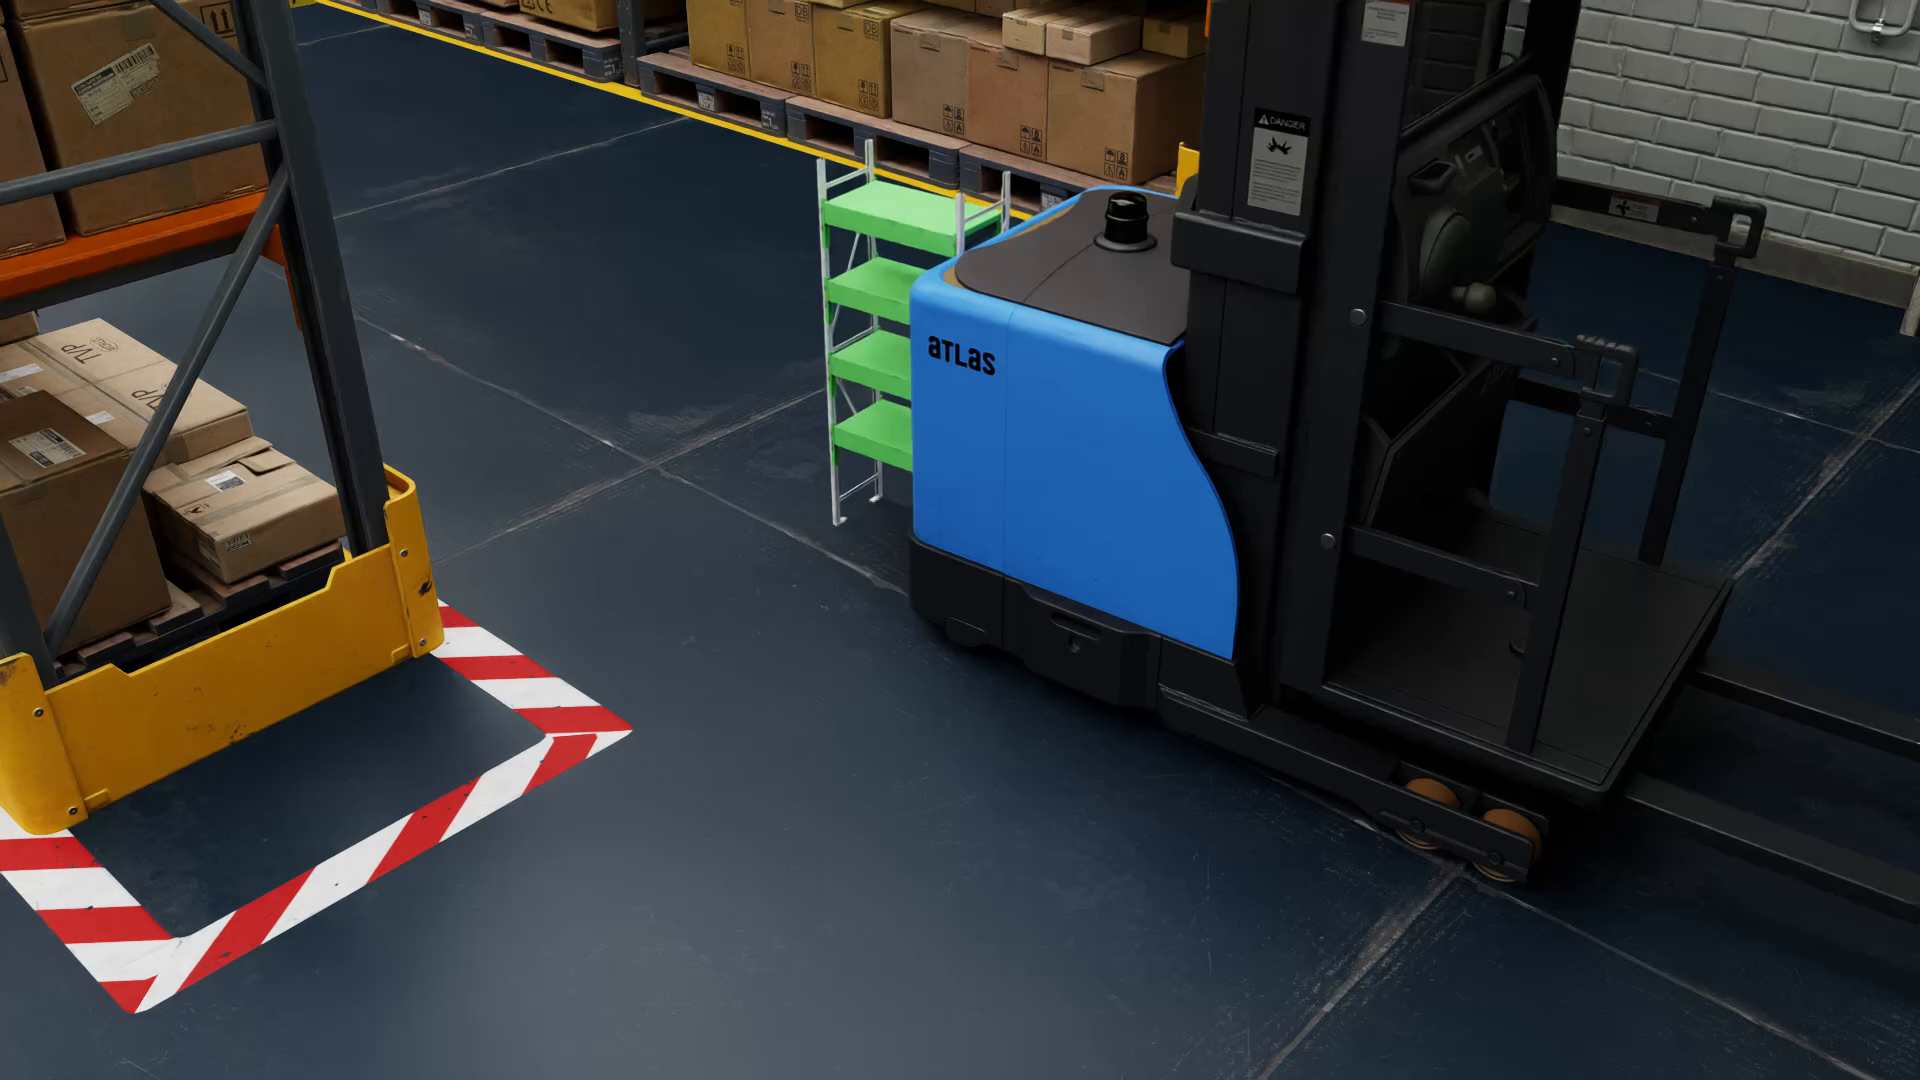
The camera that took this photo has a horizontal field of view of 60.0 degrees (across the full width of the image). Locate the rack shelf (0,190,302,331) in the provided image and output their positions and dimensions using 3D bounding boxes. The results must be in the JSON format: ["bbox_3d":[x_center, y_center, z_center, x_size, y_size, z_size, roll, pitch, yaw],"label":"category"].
[{"bbox_3d":[-3.399,-1.191,5.018,4.000,0.370,1.077,25,39,35],"label":"rack shelf"}]

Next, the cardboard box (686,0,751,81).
[{"bbox_3d":[-1.075,-2.898,9.173,0.500,0.500,0.700,26,39,36],"label":"cardboard box"}]

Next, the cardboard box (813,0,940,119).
[{"bbox_3d":[-0.326,-2.545,8.585,0.500,0.500,0.700,26,40,36],"label":"cardboard box"}]

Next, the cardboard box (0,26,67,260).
[{"bbox_3d":[-2.431,-0.901,3.742,0.500,0.500,0.500,26,40,36],"label":"cardboard box"}]

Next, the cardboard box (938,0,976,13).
[{"bbox_3d":[0.105,-2.765,8.323,0.250,0.149,0.380,25,39,36],"label":"cardboard box"}]

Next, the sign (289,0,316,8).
[{"bbox_3d":[-1.552,-1.386,3.804,0.005,0.325,0.100,25,39,35],"label":"sign"}]

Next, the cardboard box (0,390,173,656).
[{"bbox_3d":[-2.485,-0.019,4.370,0.500,0.500,0.500,25,39,35],"label":"cardboard box"}]

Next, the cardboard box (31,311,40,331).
[{"bbox_3d":[-3.713,-0.880,5.984,0.500,0.311,0.500,25,39,35],"label":"cardboard box"}]

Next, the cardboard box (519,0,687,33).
[{"bbox_3d":[-2.130,-3.522,9.869,0.750,0.750,0.750,26,39,36],"label":"cardboard box"}]

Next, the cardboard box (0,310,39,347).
[{"bbox_3d":[-3.485,-0.663,5.436,0.637,0.503,0.797,25,39,35],"label":"cardboard box"}]

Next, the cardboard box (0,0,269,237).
[{"bbox_3d":[-2.068,-1.105,4.080,0.500,0.500,0.500,26,40,36],"label":"cardboard box"}]

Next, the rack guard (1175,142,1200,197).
[{"bbox_3d":[1.423,-1.624,7.463,0.348,0.500,1.175,25,39,35],"label":"rack guard"}]

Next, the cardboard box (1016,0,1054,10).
[{"bbox_3d":[0.485,-2.589,8.030,0.250,0.149,0.380,25,39,35],"label":"cardboard box"}]

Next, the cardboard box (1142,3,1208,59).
[{"bbox_3d":[1.046,-2.327,7.595,0.250,0.149,0.380,25,39,35],"label":"cardboard box"}]

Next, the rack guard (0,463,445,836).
[{"bbox_3d":[-1.972,0.237,4.371,0.348,0.500,1.175,25,39,35],"label":"rack guard"}]

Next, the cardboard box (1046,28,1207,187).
[{"bbox_3d":[0.819,-2.016,7.707,0.500,0.500,0.700,25,39,35],"label":"cardboard box"}]

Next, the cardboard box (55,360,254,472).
[{"bbox_3d":[-2.500,-0.288,5.059,0.500,0.250,0.500,25,39,35],"label":"cardboard box"}]

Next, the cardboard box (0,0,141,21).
[{"bbox_3d":[-2.068,-1.533,3.822,0.500,0.500,0.500,26,40,36],"label":"cardboard box"}]

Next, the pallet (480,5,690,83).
[{"bbox_3d":[-2.183,-3.131,10.246,1.213,0.211,1.003,25,39,35],"label":"pallet"}]

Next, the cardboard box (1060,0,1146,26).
[{"bbox_3d":[0.670,-2.502,7.886,0.250,0.149,0.380,25,39,35],"label":"cardboard box"}]

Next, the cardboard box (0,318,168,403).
[{"bbox_3d":[-2.870,-0.461,5.346,0.500,0.250,0.500,25,39,35],"label":"cardboard box"}]

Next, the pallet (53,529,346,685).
[{"bbox_3d":[-2.564,0.085,4.904,1.213,0.211,1.003,25,39,35],"label":"pallet"}]

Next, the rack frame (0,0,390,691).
[{"bbox_3d":[-1.916,-0.808,3.683,0.127,3.000,1.000,25,39,35],"label":"rack frame"}]

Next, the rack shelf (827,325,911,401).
[{"bbox_3d":[-0.133,-0.481,5.010,0.480,0.148,0.258,20,37,30],"label":"rack shelf"}]

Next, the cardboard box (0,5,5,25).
[{"bbox_3d":[-2.431,-1.328,3.481,0.500,0.500,0.500,25,39,35],"label":"cardboard box"}]

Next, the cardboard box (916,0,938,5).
[{"bbox_3d":[-0.083,-2.853,8.469,0.250,0.149,0.380,24,39,34],"label":"cardboard box"}]

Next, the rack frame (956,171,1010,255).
[{"bbox_3d":[0.064,-0.462,4.854,0.015,1.200,0.240,20,37,30],"label":"rack frame"}]

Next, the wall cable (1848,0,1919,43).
[{"bbox_3d":[2.989,-3.057,6.434,1.851,1.984,0.084,25,39,35],"label":"wall cable"}]

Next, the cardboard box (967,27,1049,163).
[{"bbox_3d":[0.448,-2.189,7.995,0.500,0.500,0.700,25,39,35],"label":"cardboard box"}]

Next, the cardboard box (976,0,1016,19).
[{"bbox_3d":[0.295,-2.677,8.176,0.250,0.149,0.380,26,39,36],"label":"cardboard box"}]

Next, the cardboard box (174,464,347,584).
[{"bbox_3d":[-1.996,-0.051,4.764,0.250,0.149,0.380,25,39,35],"label":"cardboard box"}]

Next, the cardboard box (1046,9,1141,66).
[{"bbox_3d":[0.602,-2.269,7.498,0.250,0.149,0.380,25,39,35],"label":"cardboard box"}]

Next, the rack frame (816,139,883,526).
[{"bbox_3d":[-0.331,-0.610,5.100,0.015,1.200,0.240,20,37,30],"label":"rack frame"}]

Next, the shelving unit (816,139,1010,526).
[{"bbox_3d":[-0.133,-0.536,4.977,0.503,1.200,0.258,20,37,30],"label":"shelving unit"}]

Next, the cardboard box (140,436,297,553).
[{"bbox_3d":[-2.181,-0.145,4.903,0.250,0.166,0.380,25,39,35],"label":"cardboard box"}]

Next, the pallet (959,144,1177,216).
[{"bbox_3d":[0.760,-1.755,7.961,1.213,0.211,1.003,25,39,35],"label":"pallet"}]

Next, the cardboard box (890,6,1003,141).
[{"bbox_3d":[0.075,-2.363,8.283,0.500,0.500,0.700,24,38,34],"label":"cardboard box"}]

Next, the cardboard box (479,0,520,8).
[{"bbox_3d":[-2.791,-3.828,10.378,0.750,0.750,0.750,26,40,36],"label":"cardboard box"}]

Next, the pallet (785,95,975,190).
[{"bbox_3d":[-0.141,-2.177,8.662,1.213,0.211,1.003,25,39,35],"label":"pallet"}]

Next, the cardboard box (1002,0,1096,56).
[{"bbox_3d":[0.412,-2.357,7.644,0.250,0.149,0.380,26,40,36],"label":"cardboard box"}]

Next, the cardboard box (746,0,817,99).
[{"bbox_3d":[-0.705,-2.723,8.882,0.500,0.500,0.700,25,39,35],"label":"cardboard box"}]

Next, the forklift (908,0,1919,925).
[{"bbox_3d":[1.344,-0.765,3.679,3.031,2.935,1.130,20,37,30],"label":"forklift"}]

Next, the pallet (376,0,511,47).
[{"bbox_3d":[-3.092,-3.553,10.948,1.213,0.211,1.003,25,39,35],"label":"pallet"}]

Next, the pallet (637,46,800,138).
[{"bbox_3d":[-1.049,-2.600,9.364,1.213,0.211,1.003,25,39,35],"label":"pallet"}]

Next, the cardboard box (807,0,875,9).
[{"bbox_3d":[-0.556,-2.807,8.393,0.250,0.149,0.380,24,38,34],"label":"cardboard box"}]

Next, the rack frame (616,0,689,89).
[{"bbox_3d":[-1.561,-4.087,9.131,0.127,3.000,1.000,25,39,35],"label":"rack frame"}]

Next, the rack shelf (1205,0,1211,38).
[{"bbox_3d":[-0.078,-3.087,8.167,4.000,0.370,1.077,25,39,35],"label":"rack shelf"}]

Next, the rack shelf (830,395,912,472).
[{"bbox_3d":[-0.133,-0.276,5.134,0.480,0.148,0.258,20,37,30],"label":"rack shelf"}]

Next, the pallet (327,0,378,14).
[{"bbox_3d":[-3.992,-3.975,11.649,1.213,0.211,1.003,25,39,35],"label":"pallet"}]

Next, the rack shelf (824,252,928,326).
[{"bbox_3d":[-0.133,-0.687,4.886,0.480,0.148,0.258,20,37,30],"label":"rack shelf"}]

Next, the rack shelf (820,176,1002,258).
[{"bbox_3d":[-0.133,-0.892,4.762,0.480,0.148,0.258,20,37,30],"label":"rack shelf"}]
